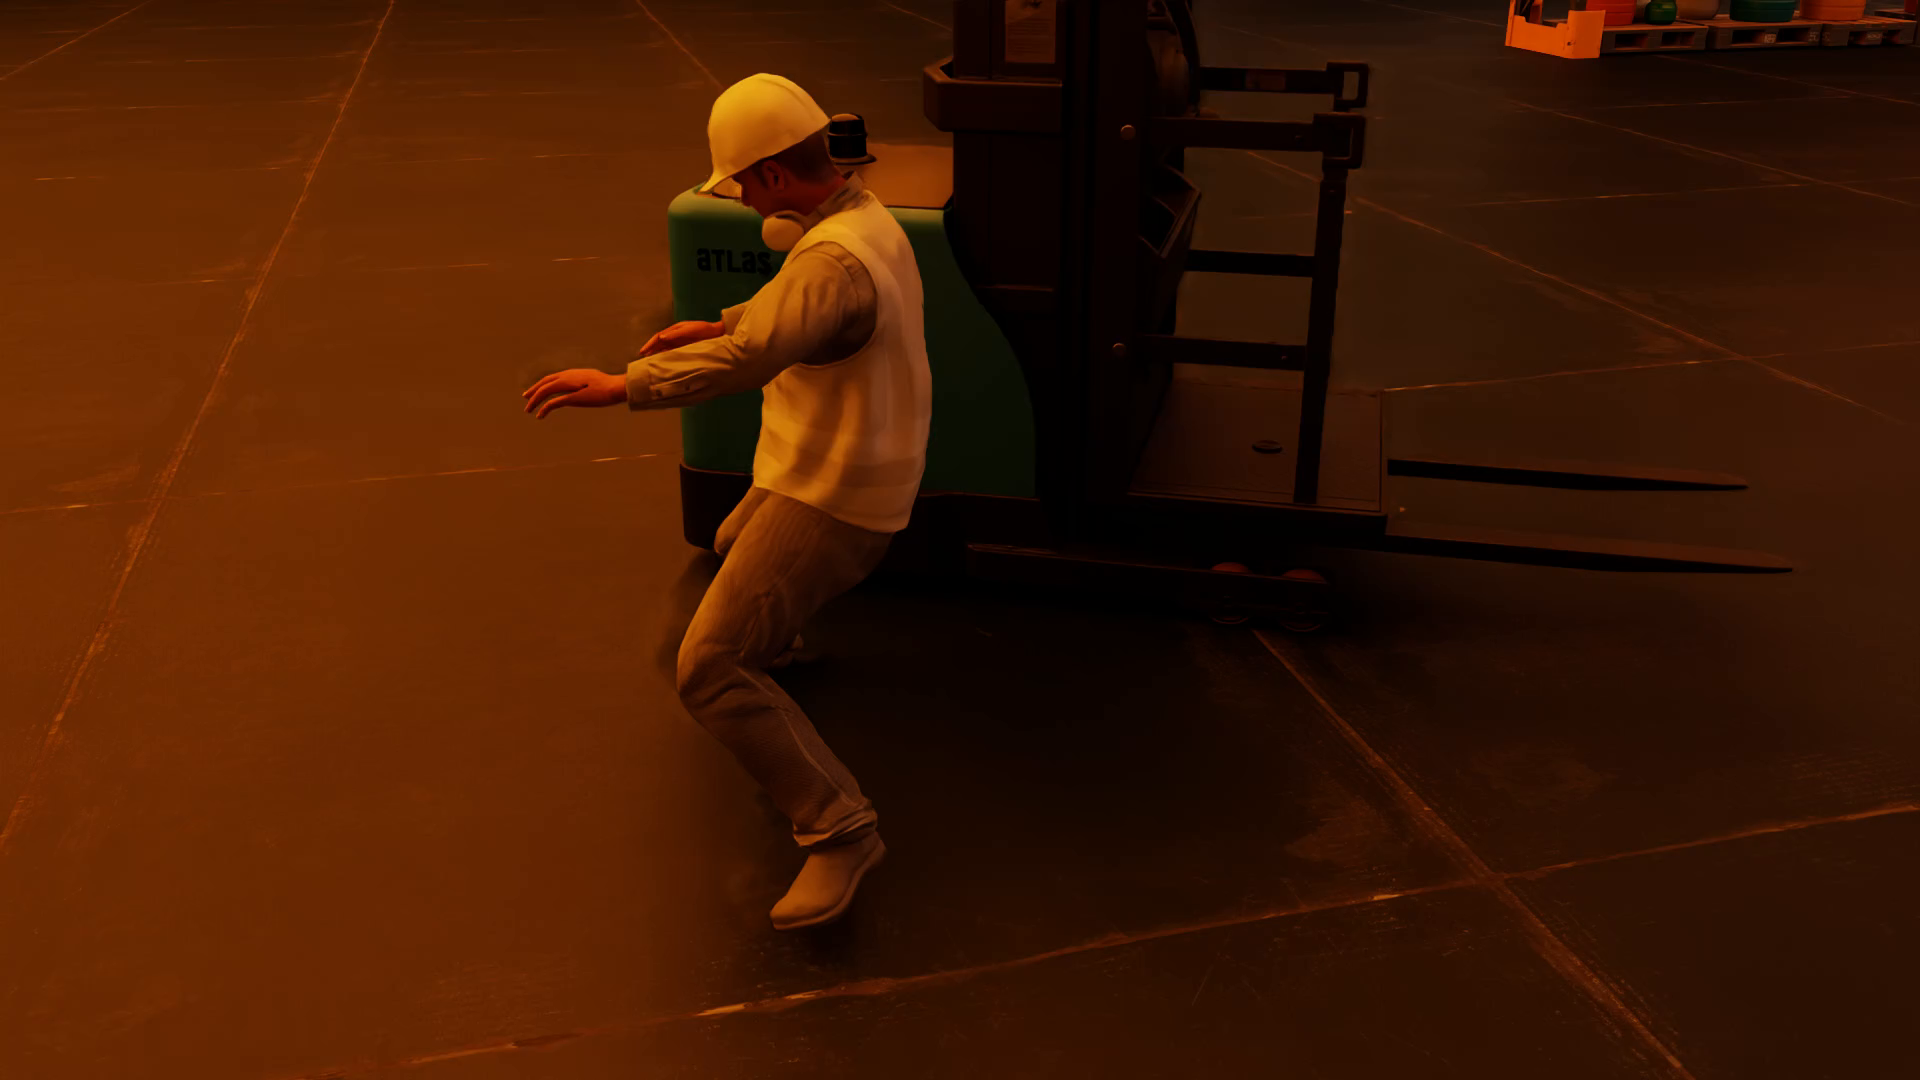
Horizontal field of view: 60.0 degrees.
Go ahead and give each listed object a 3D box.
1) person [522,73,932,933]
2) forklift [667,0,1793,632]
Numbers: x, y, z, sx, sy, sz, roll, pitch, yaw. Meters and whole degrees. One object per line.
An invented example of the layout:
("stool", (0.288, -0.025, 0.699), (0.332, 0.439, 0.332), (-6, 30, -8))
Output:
("person", (-0.428, -0.165, 3.461), (0.727, 1.552, 1.271), (2, 23, 6))
("forklift", (0.762, -1.330, 4.435), (3.031, 2.935, 1.130), (5, 24, 12))
